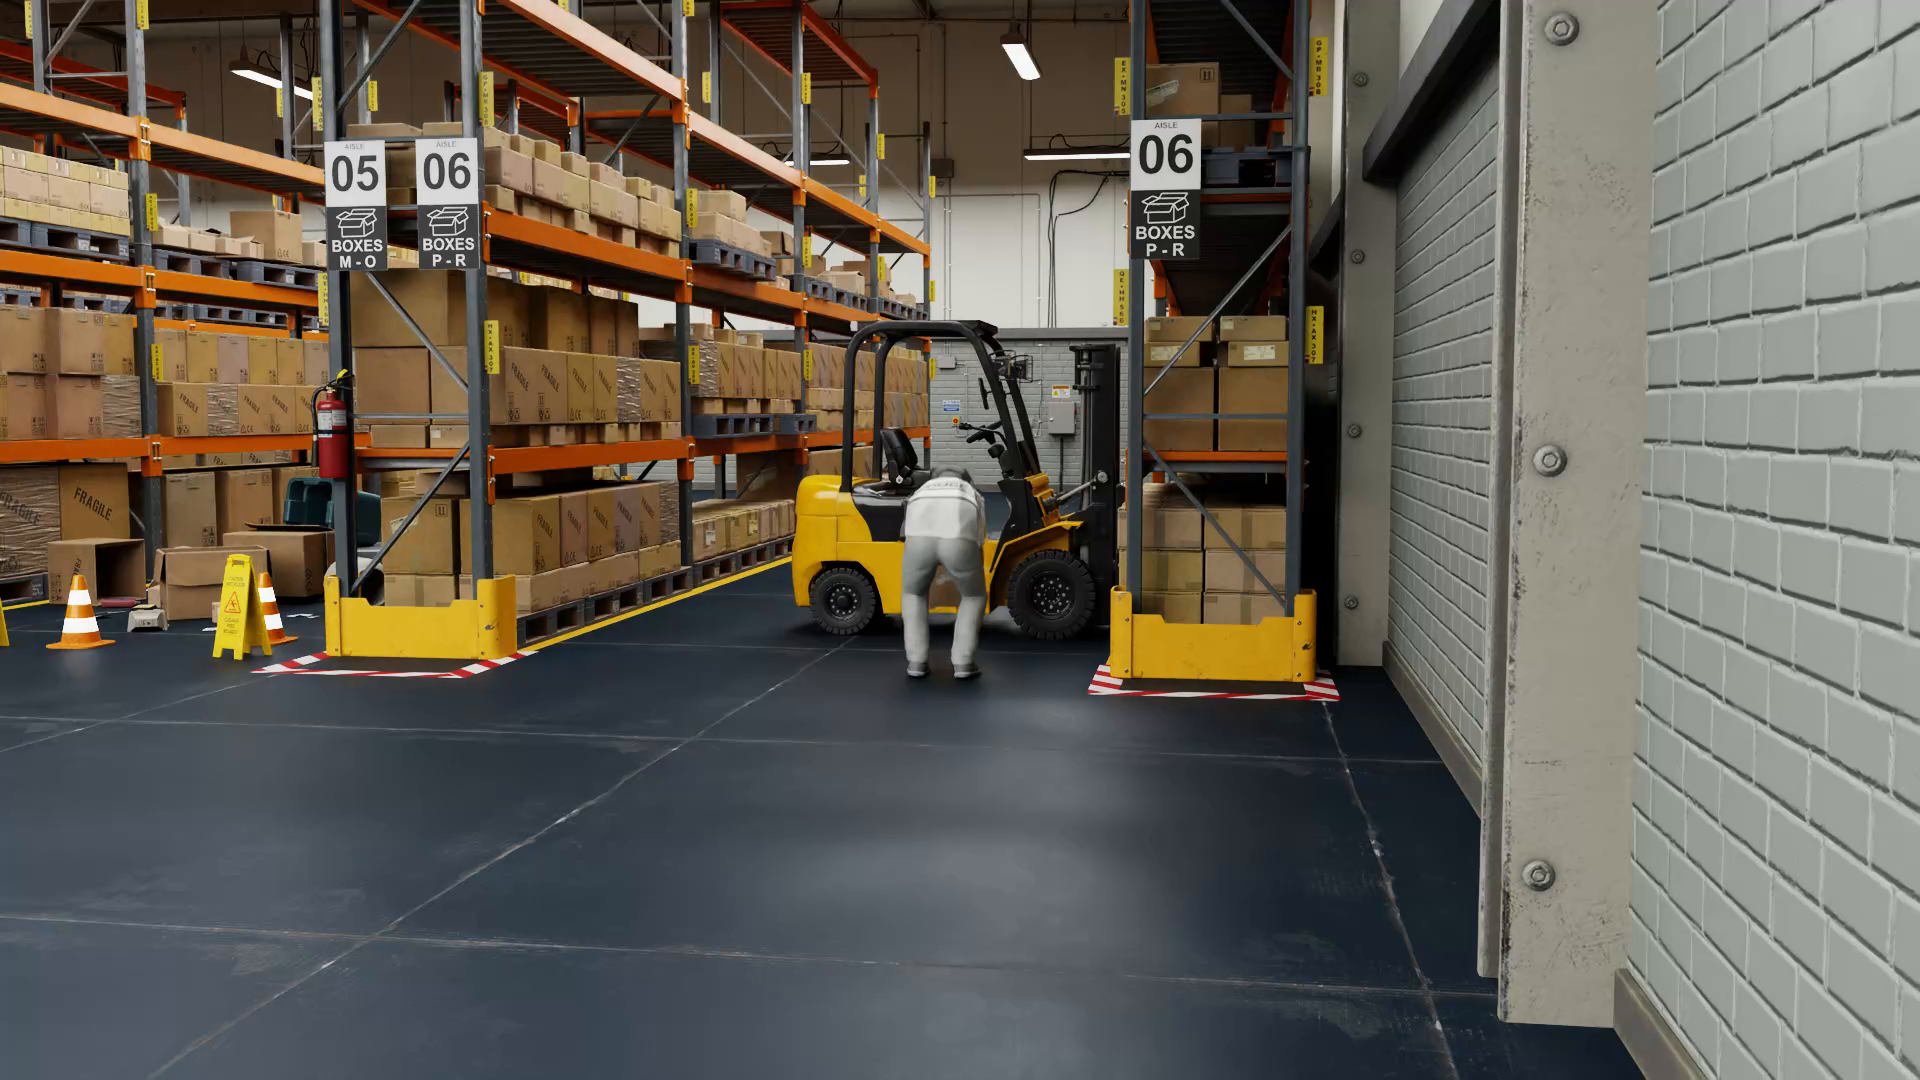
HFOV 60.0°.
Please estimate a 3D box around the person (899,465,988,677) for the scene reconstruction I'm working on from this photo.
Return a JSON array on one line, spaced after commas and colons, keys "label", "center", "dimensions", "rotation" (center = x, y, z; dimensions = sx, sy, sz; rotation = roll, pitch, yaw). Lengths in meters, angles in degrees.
[{"label": "person", "center": [-0.079, 0.174, 9.879], "dimensions": [0.516, 1.209, 1.022], "rotation": [0, 4, 6]}]
